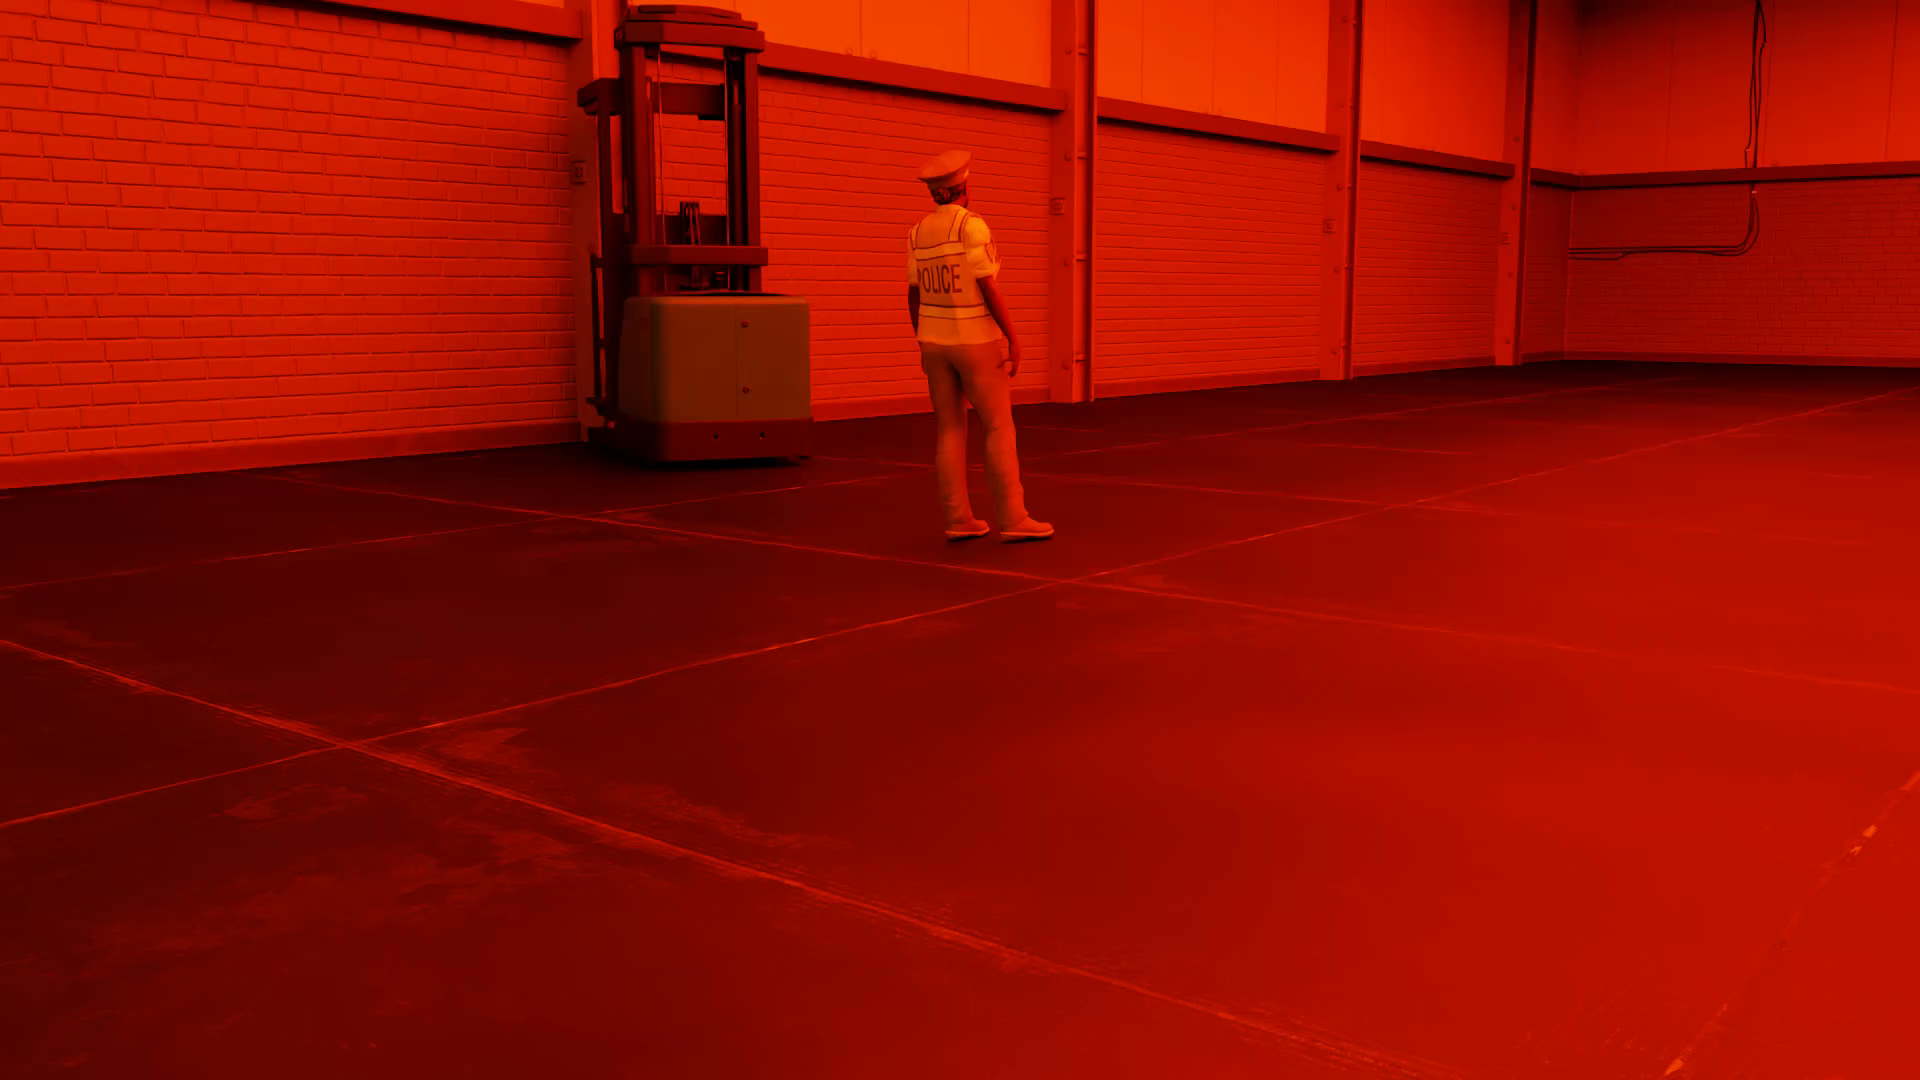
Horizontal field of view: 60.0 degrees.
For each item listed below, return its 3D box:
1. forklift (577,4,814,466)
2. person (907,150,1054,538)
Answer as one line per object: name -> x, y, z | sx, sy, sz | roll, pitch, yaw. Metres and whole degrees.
forklift -> -1.995, -2.087, 11.542 | 1.130, 2.935, 3.031 | -4, 9, -24
person -> 0.063, -0.852, 7.327 | 0.569, 1.695, 0.528 | 7, 11, 38
